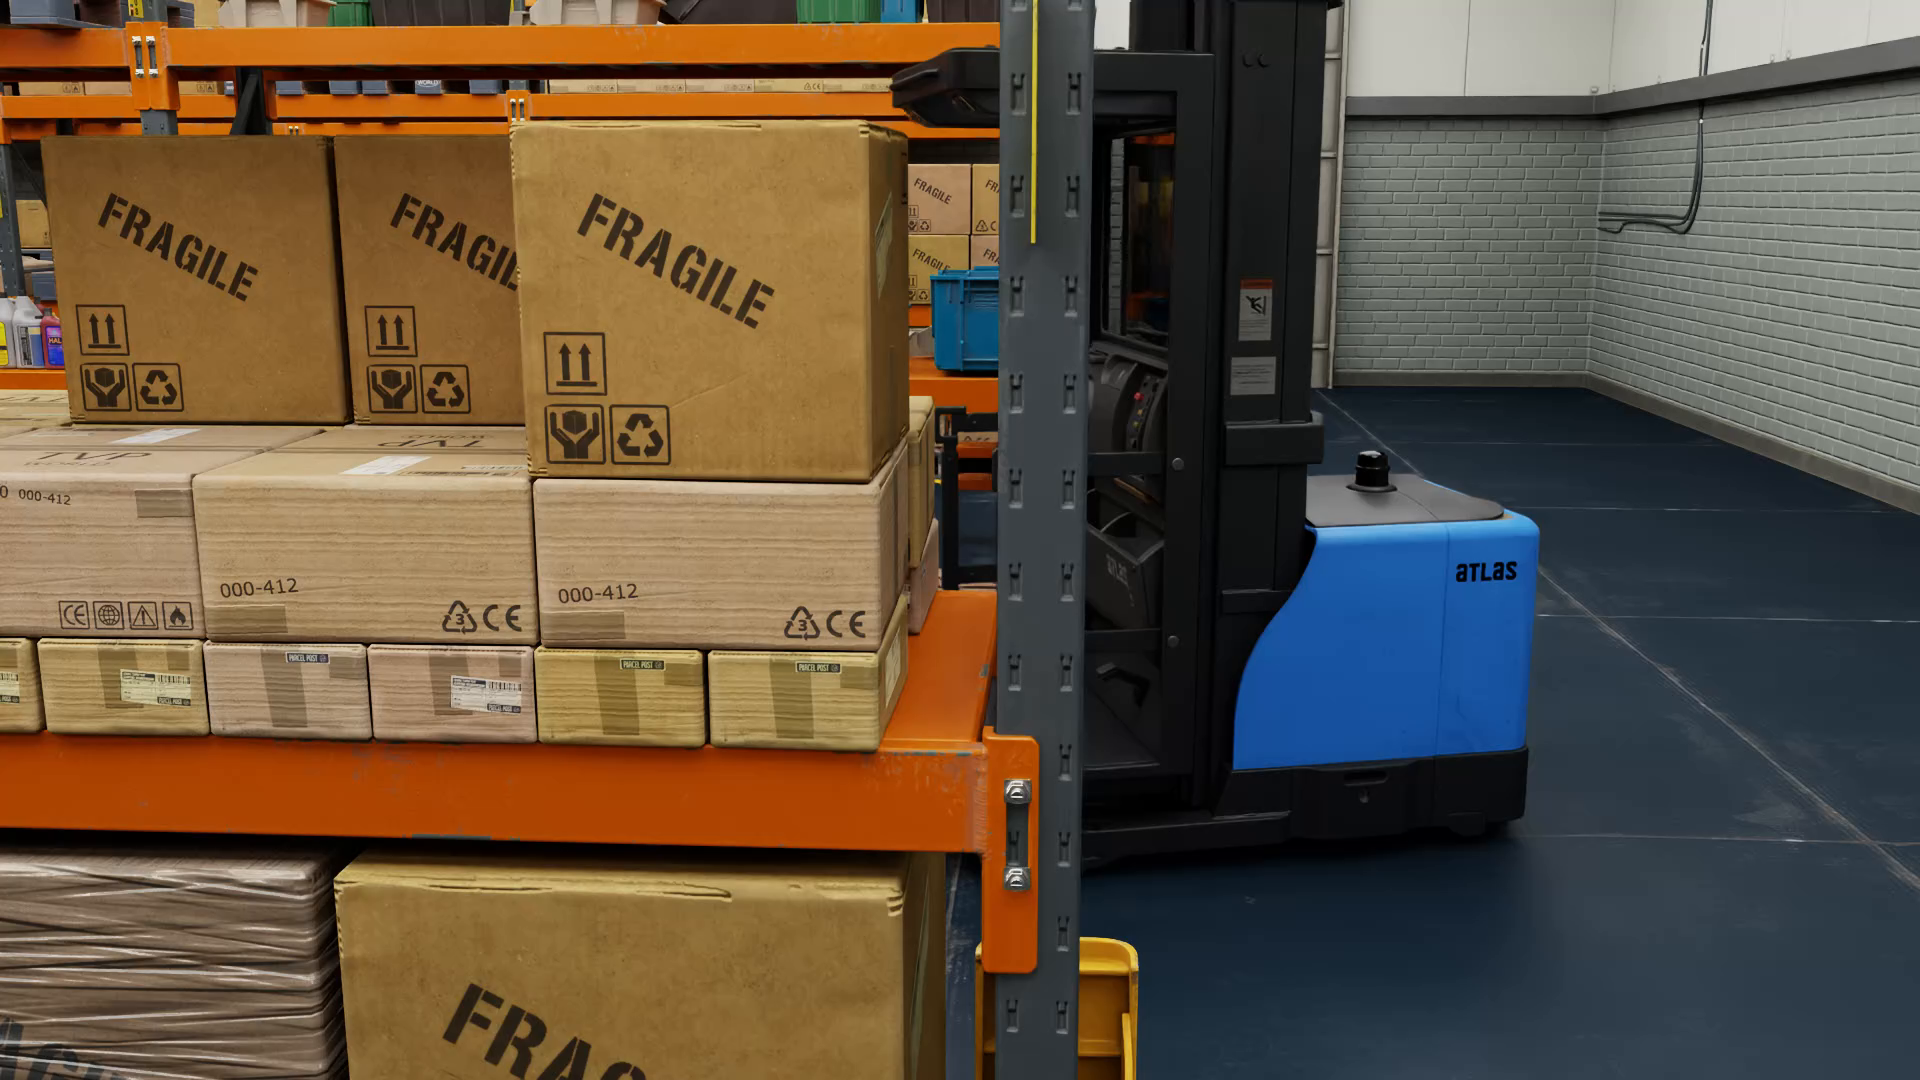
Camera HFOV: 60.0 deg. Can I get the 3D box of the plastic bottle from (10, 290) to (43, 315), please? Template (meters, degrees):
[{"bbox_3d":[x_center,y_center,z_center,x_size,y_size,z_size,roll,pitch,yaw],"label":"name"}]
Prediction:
[{"bbox_3d":[-4.440,-1.005,7.866,0.185,0.351,0.144,1,12,4],"label":"plastic bottle"}]

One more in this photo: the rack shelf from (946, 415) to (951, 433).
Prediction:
[{"bbox_3d":[0.165,-0.738,10.102,0.480,0.148,0.258,1,12,4],"label":"rack shelf"}]

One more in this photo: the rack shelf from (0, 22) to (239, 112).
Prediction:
[{"bbox_3d":[-5.506,-2.197,7.877,4.000,0.370,1.077,1,12,4],"label":"rack shelf"}]

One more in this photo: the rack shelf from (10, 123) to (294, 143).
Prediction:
[{"bbox_3d":[-8.835,-4.276,17.814,4.000,0.370,1.077,1,12,4],"label":"rack shelf"}]

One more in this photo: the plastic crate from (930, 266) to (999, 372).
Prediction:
[{"bbox_3d":[0.134,-1.012,7.548,0.499,0.435,0.616,1,12,4],"label":"plastic crate"}]

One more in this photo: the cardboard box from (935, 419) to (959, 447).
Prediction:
[{"bbox_3d":[-0.142,-0.820,12.710,0.250,0.166,0.380,1,12,4],"label":"cardboard box"}]

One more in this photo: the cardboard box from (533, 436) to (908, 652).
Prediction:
[{"bbox_3d":[-0.352,-0.012,2.638,0.500,0.250,0.500,1,12,3],"label":"cardboard box"}]

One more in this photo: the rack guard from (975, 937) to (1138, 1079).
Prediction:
[{"bbox_3d":[0.174,1.237,3.135,0.348,0.500,1.175,1,12,4],"label":"rack guard"}]

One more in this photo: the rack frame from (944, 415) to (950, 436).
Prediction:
[{"bbox_3d":[-0.078,-0.588,10.150,0.015,1.200,0.240,1,12,4],"label":"rack frame"}]

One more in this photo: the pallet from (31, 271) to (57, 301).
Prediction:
[{"bbox_3d":[-6.486,-2.032,13.122,1.003,0.211,1.213,1,12,4],"label":"pallet"}]

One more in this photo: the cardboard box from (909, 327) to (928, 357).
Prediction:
[{"bbox_3d":[-0.564,-2.008,17.619,0.500,0.500,0.700,0,12,2],"label":"cardboard box"}]

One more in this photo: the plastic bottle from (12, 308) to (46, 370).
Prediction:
[{"bbox_3d":[-4.290,-0.937,7.726,0.135,0.276,0.152,1,12,4],"label":"plastic bottle"}]

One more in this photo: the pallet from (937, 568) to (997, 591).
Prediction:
[{"bbox_3d":[-0.340,0.347,8.095,1.213,0.211,1.003,1,12,4],"label":"pallet"}]

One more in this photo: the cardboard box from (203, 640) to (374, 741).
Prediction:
[{"bbox_3d":[-0.988,0.188,2.658,0.250,0.149,0.380,1,12,5],"label":"cardboard box"}]

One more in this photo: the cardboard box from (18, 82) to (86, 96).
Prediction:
[{"bbox_3d":[-6.729,-3.638,12.766,0.500,0.500,0.910,1,12,4],"label":"cardboard box"}]

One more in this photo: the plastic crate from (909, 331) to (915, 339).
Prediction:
[{"bbox_3d":[-0.345,-0.874,7.615,0.243,0.136,0.396,1,12,4],"label":"plastic crate"}]

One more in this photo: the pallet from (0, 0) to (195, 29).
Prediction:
[{"bbox_3d":[-6.198,-1.587,10.504,5.144,3.011,6.198,1,12,4],"label":"pallet"}]

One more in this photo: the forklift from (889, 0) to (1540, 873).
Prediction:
[{"bbox_3d":[0.319,-0.485,5.430,3.031,2.935,1.130,-2,12,-11],"label":"forklift"}]

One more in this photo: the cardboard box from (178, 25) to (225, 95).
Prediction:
[{"bbox_3d":[-5.702,-3.624,12.698,0.500,0.500,0.910,1,12,4],"label":"cardboard box"}]

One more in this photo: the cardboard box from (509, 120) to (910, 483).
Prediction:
[{"bbox_3d":[-0.354,-0.379,2.564,0.500,0.500,0.500,1,12,4],"label":"cardboard box"}]

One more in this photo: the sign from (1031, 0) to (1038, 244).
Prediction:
[{"bbox_3d":[0.099,-0.559,2.209,0.005,0.325,0.100,1,12,4],"label":"sign"}]

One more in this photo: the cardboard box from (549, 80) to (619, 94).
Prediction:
[{"bbox_3d":[-2.707,-3.403,12.252,0.500,0.250,0.500,1,12,4],"label":"cardboard box"}]

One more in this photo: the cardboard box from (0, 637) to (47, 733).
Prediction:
[{"bbox_3d":[-1.506,0.181,2.690,0.250,0.149,0.380,1,12,4],"label":"cardboard box"}]

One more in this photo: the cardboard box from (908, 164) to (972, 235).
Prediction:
[{"bbox_3d":[-0.151,-2.506,12.235,0.500,0.500,0.500,1,12,5],"label":"cardboard box"}]

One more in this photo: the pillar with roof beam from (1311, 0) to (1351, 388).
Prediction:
[{"bbox_3d":[3.607,-5.220,13.243,0.400,9.000,9.100,1,12,4],"label":"pillar with roof beam"}]

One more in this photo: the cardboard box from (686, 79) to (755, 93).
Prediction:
[{"bbox_3d":[-1.710,-3.388,12.181,0.500,0.250,0.500,1,12,4],"label":"cardboard box"}]

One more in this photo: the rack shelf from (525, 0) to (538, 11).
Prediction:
[{"bbox_3d":[-4.844,-5.494,17.286,4.000,0.370,1.077,1,12,4],"label":"rack shelf"}]

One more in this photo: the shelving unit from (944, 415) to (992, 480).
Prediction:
[{"bbox_3d":[0.163,-0.585,10.135,0.499,1.200,0.258,1,12,4],"label":"shelving unit"}]

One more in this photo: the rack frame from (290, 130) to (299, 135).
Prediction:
[{"bbox_3d":[-6.840,-3.132,17.917,0.127,3.000,1.000,1,12,4],"label":"rack frame"}]

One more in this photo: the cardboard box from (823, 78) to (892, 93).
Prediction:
[{"bbox_3d":[-0.713,-3.372,12.103,0.500,0.250,0.500,1,12,4],"label":"cardboard box"}]
